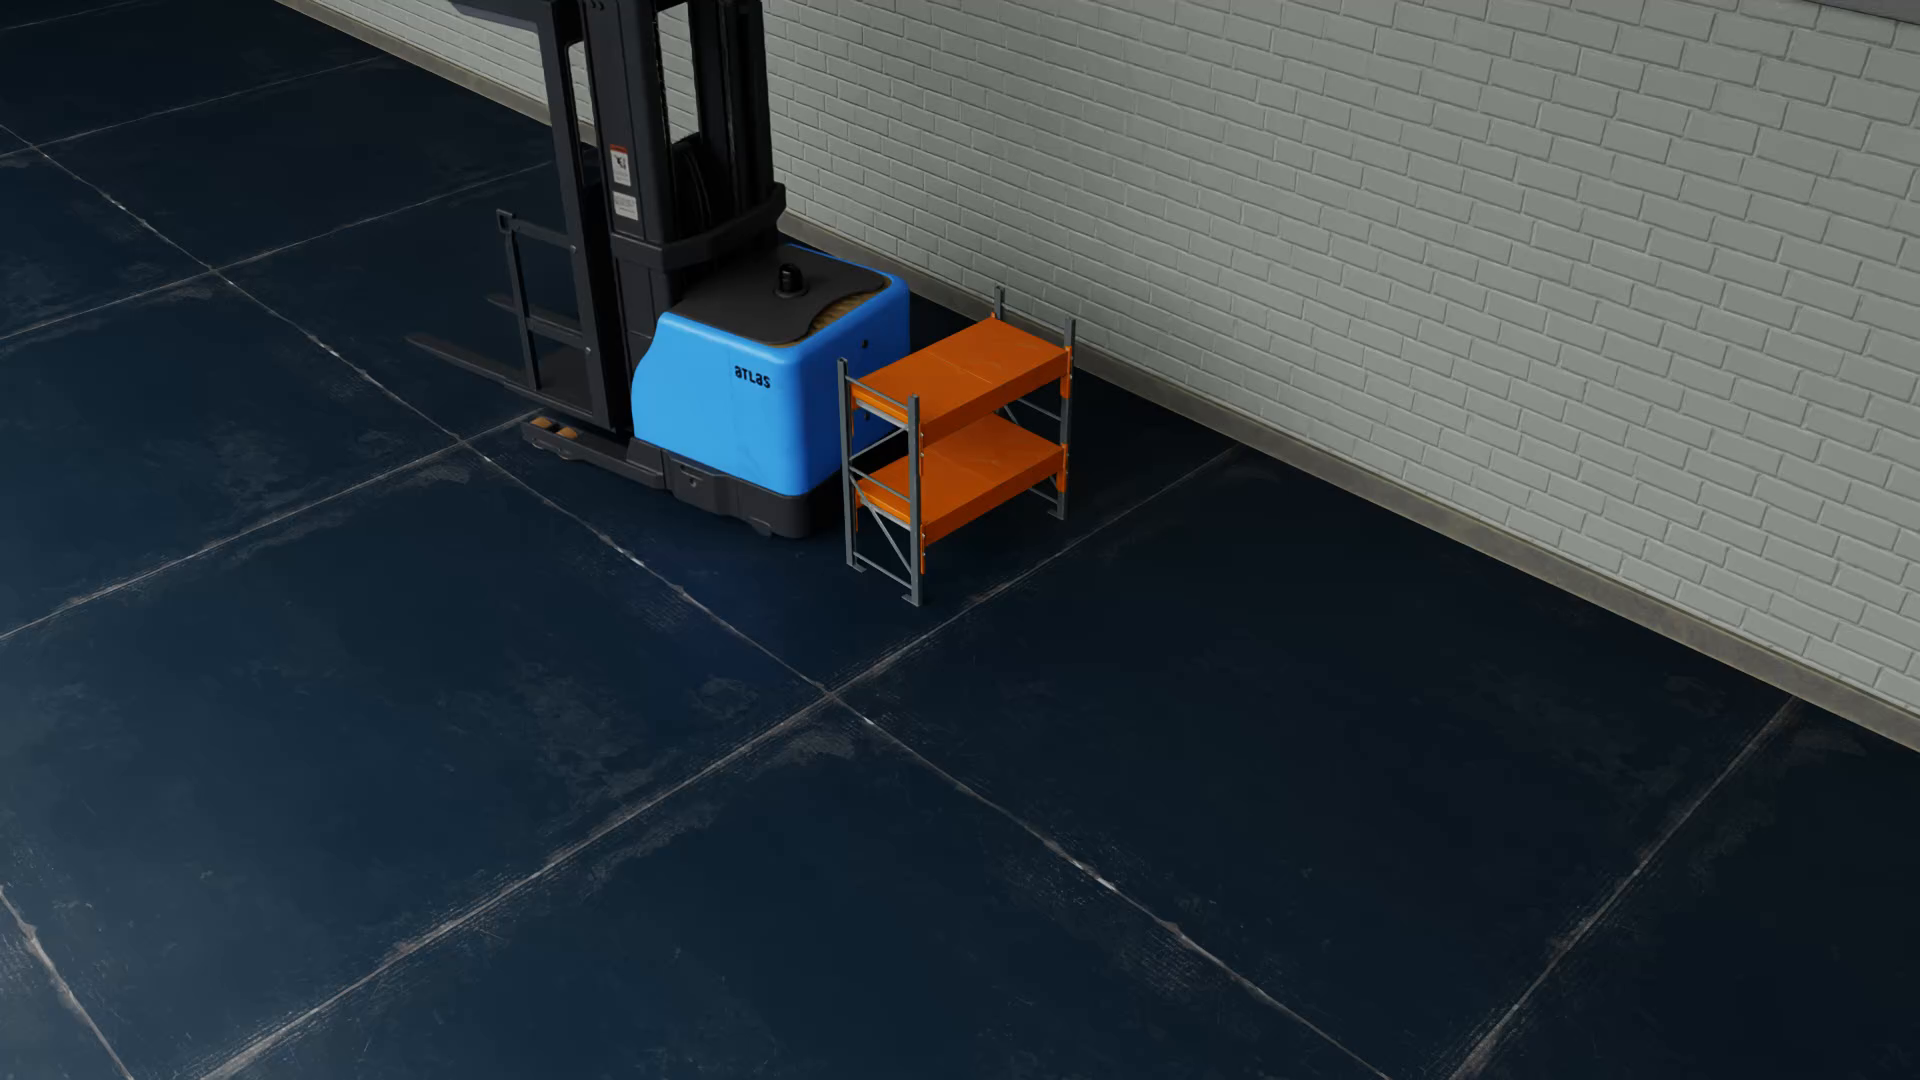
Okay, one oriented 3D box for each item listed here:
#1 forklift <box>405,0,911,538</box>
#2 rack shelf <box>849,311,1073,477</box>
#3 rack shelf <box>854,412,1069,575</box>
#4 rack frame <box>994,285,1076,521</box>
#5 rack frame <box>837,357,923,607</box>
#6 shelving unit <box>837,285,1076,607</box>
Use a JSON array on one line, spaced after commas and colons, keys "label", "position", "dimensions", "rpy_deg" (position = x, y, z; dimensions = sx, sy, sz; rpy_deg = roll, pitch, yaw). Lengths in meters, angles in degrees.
[{"label": "forklift", "position": [-1.743, -1.859, 8.354], "dimensions": [3.031, 2.935, 1.130], "rpy_deg": [21, 40, 27]}, {"label": "rack shelf", "position": [-0.005, -0.699, 7.757], "dimensions": [0.538, 0.278, 1.000], "rpy_deg": [30, 45, 35]}, {"label": "rack shelf", "position": [-0.005, -0.258, 8.064], "dimensions": [0.538, 0.278, 1.000], "rpy_deg": [30, 45, 35]}, {"label": "rack frame", "position": [0.353, -0.665, 8.220], "dimensions": [0.500, 1.125, 0.032], "rpy_deg": [30, 45, 35]}, {"label": "rack frame", "position": [-0.363, -0.252, 7.628], "dimensions": [0.500, 1.125, 0.032], "rpy_deg": [30, 45, 35]}, {"label": "shelving unit", "position": [-0.005, -0.459, 7.924], "dimensions": [0.538, 1.125, 1.048], "rpy_deg": [30, 45, 35]}]
